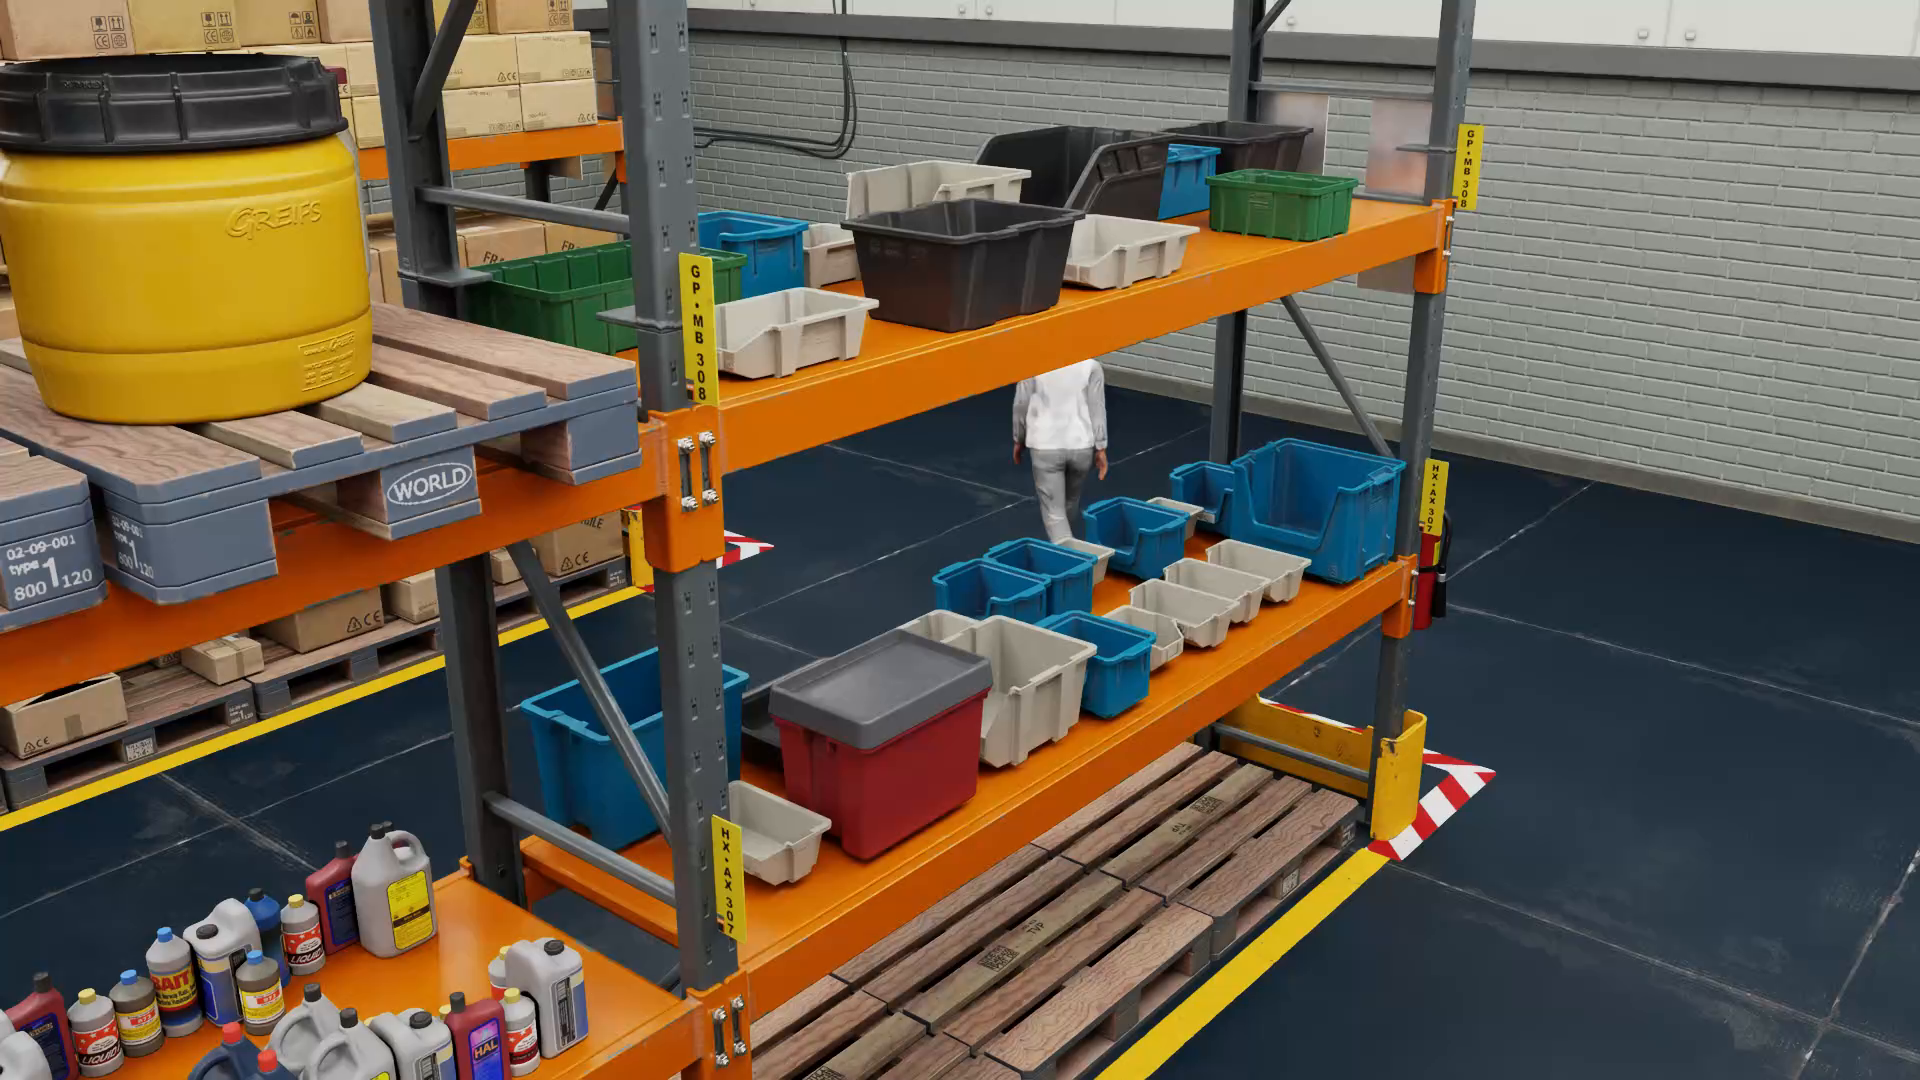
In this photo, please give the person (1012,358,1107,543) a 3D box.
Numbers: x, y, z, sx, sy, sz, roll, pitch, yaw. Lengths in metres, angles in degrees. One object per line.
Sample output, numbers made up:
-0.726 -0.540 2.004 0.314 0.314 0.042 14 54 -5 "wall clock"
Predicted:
0.602 -0.584 10.168 0.559 1.727 1.055 -3 20 -9 "person"
